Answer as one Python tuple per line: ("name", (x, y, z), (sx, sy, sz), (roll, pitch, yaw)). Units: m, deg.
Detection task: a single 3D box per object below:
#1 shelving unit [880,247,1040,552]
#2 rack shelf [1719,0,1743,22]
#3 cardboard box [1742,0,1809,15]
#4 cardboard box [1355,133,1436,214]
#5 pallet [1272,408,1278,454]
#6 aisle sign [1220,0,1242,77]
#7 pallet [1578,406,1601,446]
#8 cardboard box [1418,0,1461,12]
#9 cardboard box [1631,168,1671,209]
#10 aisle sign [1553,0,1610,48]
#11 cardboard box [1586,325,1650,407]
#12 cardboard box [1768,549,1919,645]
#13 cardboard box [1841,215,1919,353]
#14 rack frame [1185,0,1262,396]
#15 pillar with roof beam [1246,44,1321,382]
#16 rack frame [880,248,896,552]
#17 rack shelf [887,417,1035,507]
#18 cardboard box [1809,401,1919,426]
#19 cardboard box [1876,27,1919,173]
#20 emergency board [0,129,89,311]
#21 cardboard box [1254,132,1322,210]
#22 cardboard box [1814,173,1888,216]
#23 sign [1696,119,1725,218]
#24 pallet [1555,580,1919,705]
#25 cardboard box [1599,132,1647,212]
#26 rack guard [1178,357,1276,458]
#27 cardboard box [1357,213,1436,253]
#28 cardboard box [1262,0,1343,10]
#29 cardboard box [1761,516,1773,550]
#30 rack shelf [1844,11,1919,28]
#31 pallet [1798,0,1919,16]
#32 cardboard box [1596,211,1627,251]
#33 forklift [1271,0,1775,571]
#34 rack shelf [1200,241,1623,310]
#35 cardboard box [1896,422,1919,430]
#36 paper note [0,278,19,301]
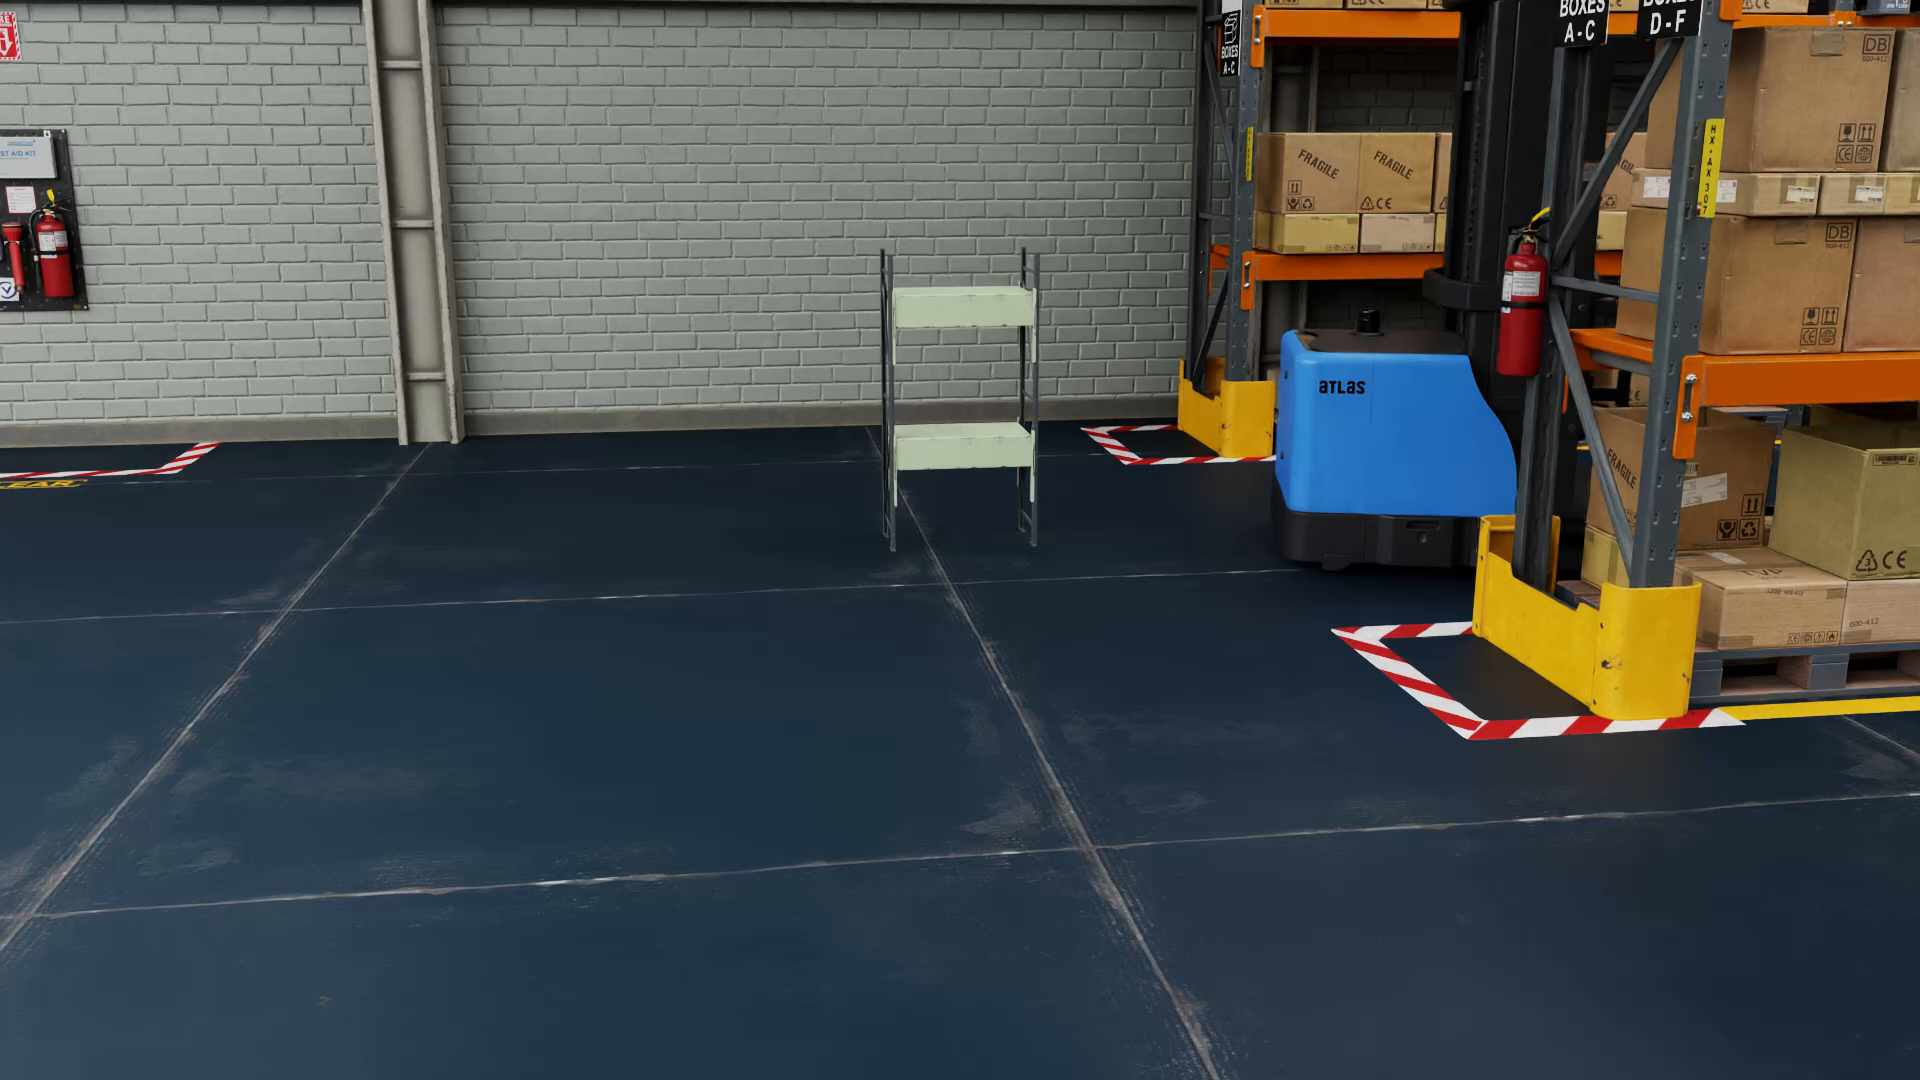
("shelving unit", (-0.007, -0.727, 8.538), (0.755, 1.500, 0.431), (-2, 14, -8))
("rack shelf", (4.450, -2.117, 6.309), (4.000, 0.370, 1.077), (-2, 14, -8))
("cardboard box", (5.221, -3.710, 10.937), (0.500, 0.500, 0.500), (-2, 14, -7))
("cardboard box", (2.738, -2.391, 10.816), (0.500, 0.500, 0.500), (-2, 14, -8))
("pallet", (2.614, -0.801, 11.482), (1.213, 0.211, 1.003), (-2, 14, -8))
("aisle sign", (1.704, -3.316, 10.434), (0.004, 0.787, 0.394), (-2, 14, -8))
("pallet", (3.818, -0.845, 11.655), (1.213, 0.211, 1.003), (-2, 14, -8))
("cardboard box", (3.148, -3.626, 10.600), (0.500, 0.500, 0.500), (-1, 14, -6))
("cardboard box", (2.822, -1.361, 6.445), (0.250, 0.149, 0.380), (-2, 14, -9))
("aisle sign", (2.364, -2.268, 6.254), (0.004, 0.787, 0.394), (-2, 14, -8))
("cardboard box", (4.666, -1.229, 11.689), (0.500, 0.500, 0.500), (-3, 14, -13))
("cardboard box", (3.530, 0.207, 6.521), (0.500, 0.250, 0.500), (-2, 14, -8))
("cardboard box", (3.454, -1.021, 6.421), (0.500, 0.500, 0.700), (-2, 14, -7))
("rack frame", (1.731, -2.130, 11.049), (0.127, 3.000, 1.000), (-2, 14, -8))
("pillar with roof beam", (2.935, -4.238, 7.121), (0.400, 9.000, 9.100), (-2, 14, -8))
("rack frame", (-0.369, -0.714, 8.486), (0.023, 1.500, 0.400), (-2, 14, -8))
("rack shelf", (-0.007, -0.411, 8.618), (0.720, 0.370, 0.431), (-2, 14, -8))
("cardboard box", (3.945, -0.303, 7.012), (0.500, 0.500, 0.500), (-2, 14, -8))
("cardboard box", (3.507, -1.652, 6.272), (0.500, 0.500, 0.700), (-2, 14, -10))
("emergency board", (-6.088, -2.066, 10.792), (0.643, 1.169, 0.194), (-2, 14, -8))
("cardboard box", (2.165, -2.499, 11.245), (0.500, 0.500, 0.500), (-2, 14, -9))
("cardboard box", (3.153, -1.274, 6.098), (0.250, 0.149, 0.380), (-2, 14, -10))
("sign", (2.549, -1.263, 5.650), (0.005, 0.325, 0.100), (-2, 14, -8))
("pallet", (3.222, 0.376, 6.788), (1.213, 0.211, 1.003), (-2, 14, -8))
("cardboard box", (4.272, -2.449, 11.046), (0.500, 0.500, 0.500), (-3, 14, -10))
("rack guard", (1.806, -0.920, 11.364), (0.348, 0.500, 1.175), (-2, 14, -8))
("cardboard box", (2.772, -2.030, 10.919), (0.500, 0.250, 0.500), (-3, 14, -10))
("cardboard box", (2.099, -3.595, 10.478), (0.500, 0.500, 0.500), (-2, 14, -7))
("cardboard box", (3.451, 0.080, 7.026), (0.500, 0.250, 0.500), (-2, 14, -8))
("rack shelf", (7.664, -3.453, 11.638), (4.000, 0.370, 1.077), (-2, 14, -8))
("pallet", (6.312, -3.636, 11.272), (1.003, 0.211, 1.213), (-2, 14, -8))
("cardboard box", (4.274, -2.084, 11.132), (0.500, 0.250, 0.500), (-2, 14, -9))
("forklift", (3.127, -1.336, 8.024), (3.031, 2.935, 1.130), (2, 14, 6))
("rack shelf", (3.708, -1.854, 11.425), (4.000, 0.370, 1.077), (-2, 14, -8))
("cardboard box", (4.022, -0.178, 6.513), (0.500, 0.500, 0.500), (-2, 14, -8))
("paper note", (-6.274, -1.649, 10.940), (0.142, 0.148, 0.016), (-2, 14, -8))
